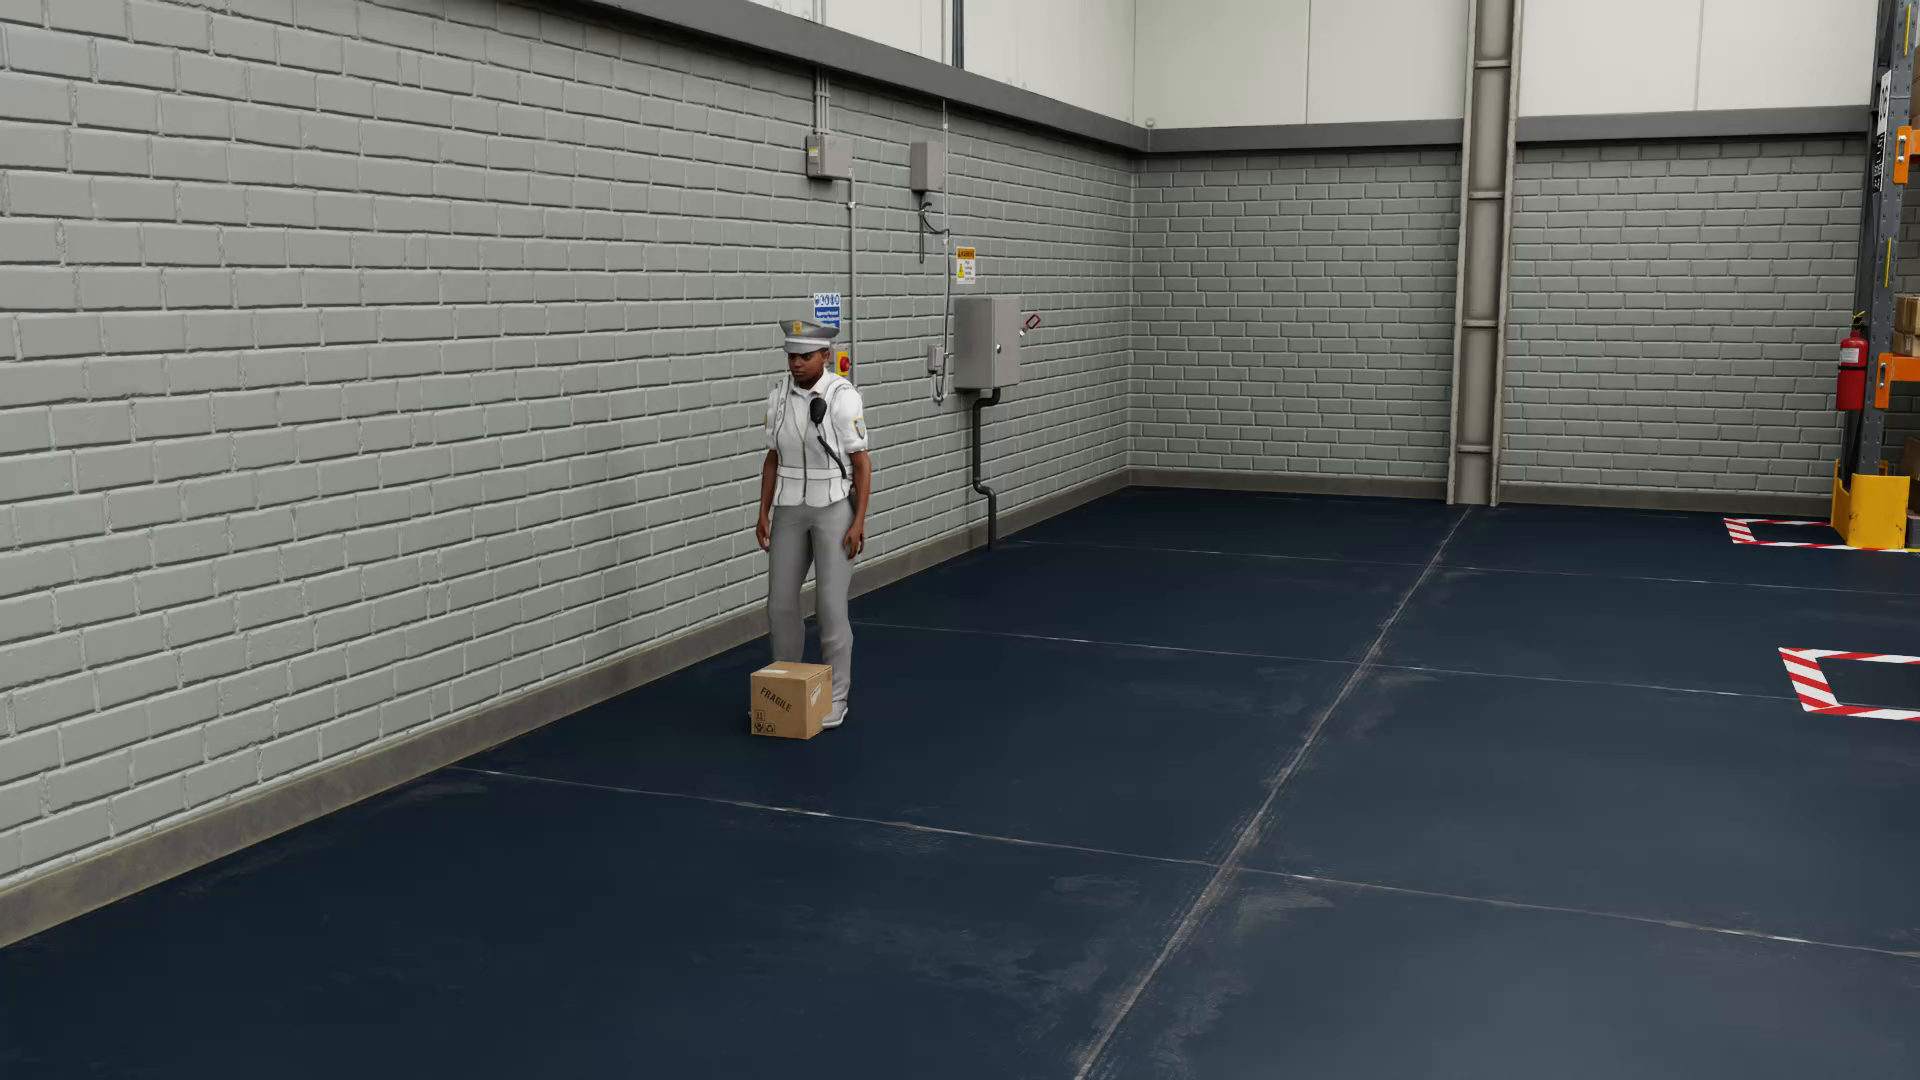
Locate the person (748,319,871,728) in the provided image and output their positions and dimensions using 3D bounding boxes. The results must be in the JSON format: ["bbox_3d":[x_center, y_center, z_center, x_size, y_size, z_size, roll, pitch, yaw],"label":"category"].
[{"bbox_3d":[-0.614,-0.079,6.864,0.505,1.660,0.415,3,9,21],"label":"person"}]
